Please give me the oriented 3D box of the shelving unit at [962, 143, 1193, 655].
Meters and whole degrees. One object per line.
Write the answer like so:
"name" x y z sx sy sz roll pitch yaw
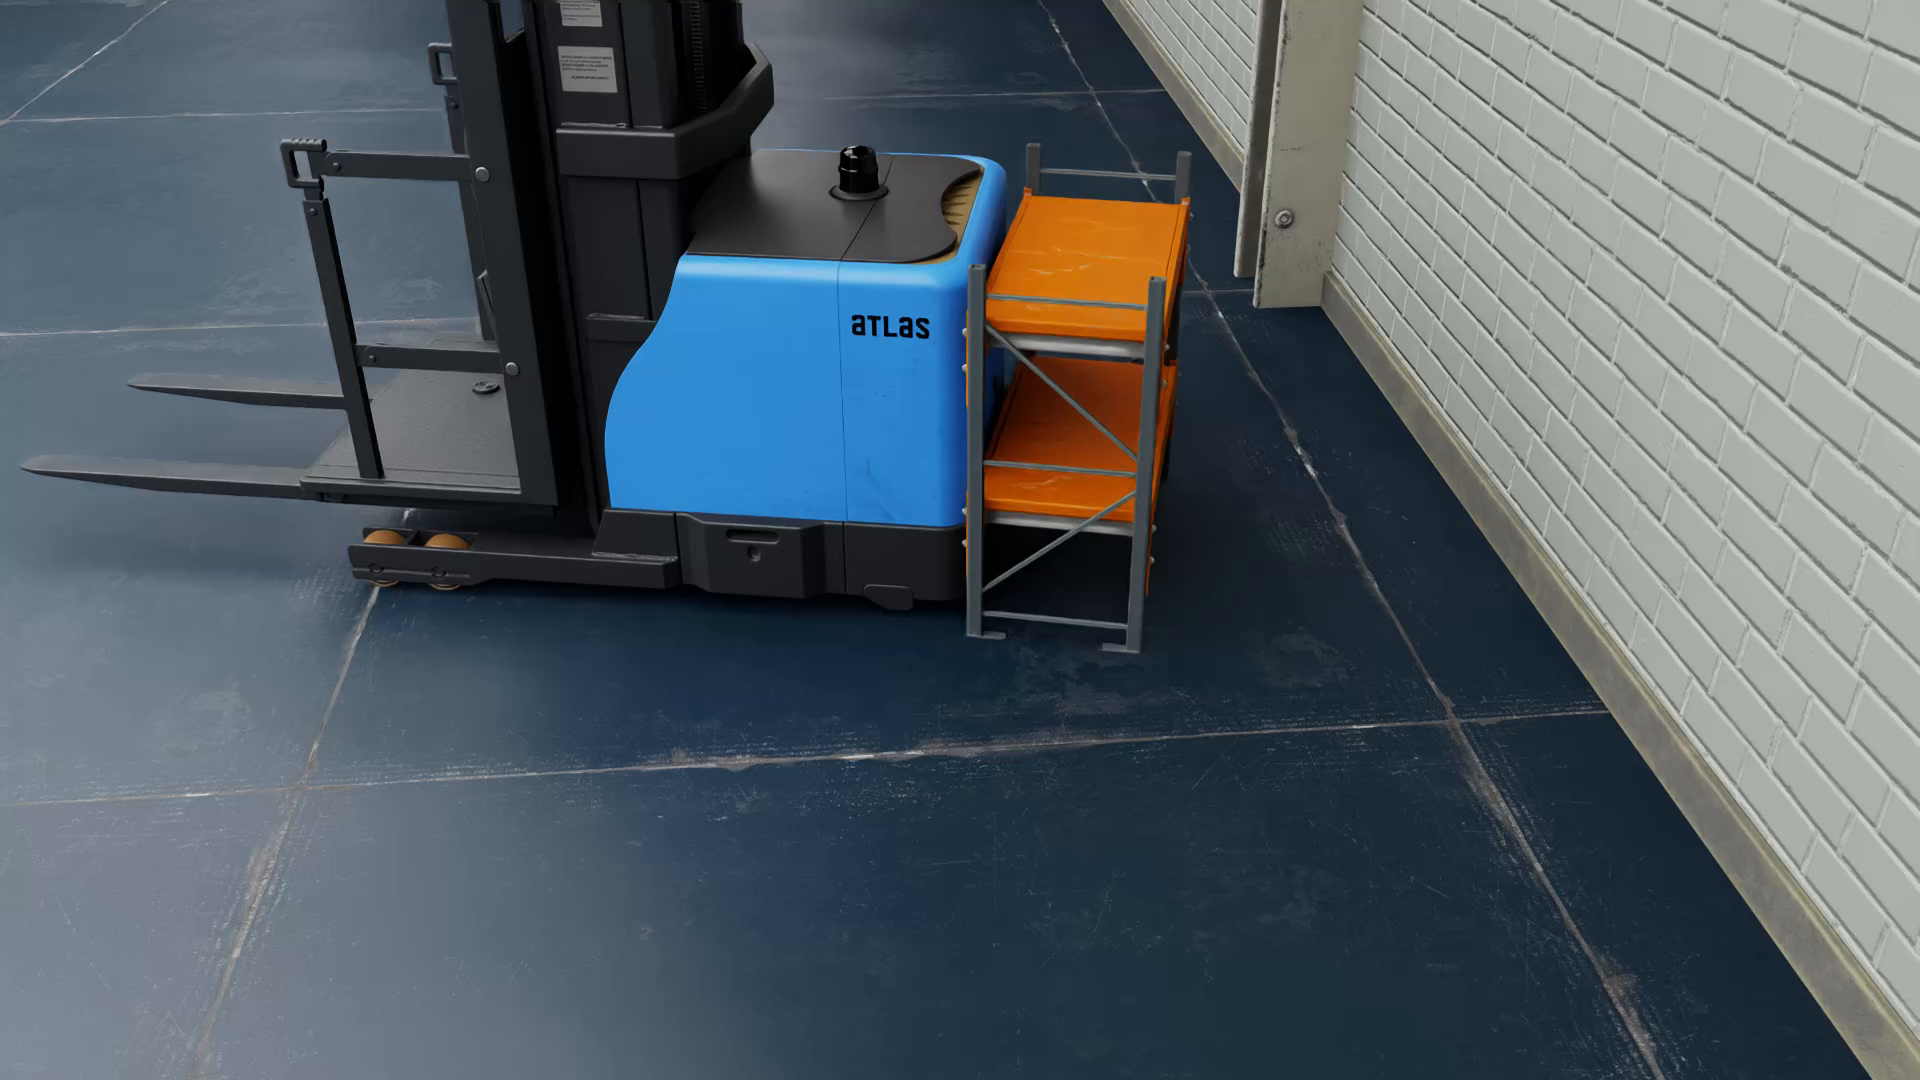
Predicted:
"shelving unit" 0.360 -0.446 4.899 0.538 1.125 1.048 5 31 9

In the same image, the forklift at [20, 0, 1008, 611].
"forklift" -1.397 -1.372 4.689 3.031 2.935 1.130 3 31 6

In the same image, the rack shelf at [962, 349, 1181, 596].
"rack shelf" 0.360 -0.236 5.025 0.538 0.278 1.000 5 31 9

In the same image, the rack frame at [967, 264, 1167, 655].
"rack frame" 0.268 -0.189 4.470 0.500 1.125 0.032 5 31 9

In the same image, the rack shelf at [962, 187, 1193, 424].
"rack shelf" 0.360 -0.697 4.749 0.538 0.278 1.000 5 31 9

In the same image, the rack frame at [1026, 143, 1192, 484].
"rack frame" 0.451 -0.702 5.329 0.500 1.125 0.032 5 31 9

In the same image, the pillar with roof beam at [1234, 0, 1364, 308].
"pillar with roof beam" -2.933 -4.720 4.377 9.100 9.000 0.400 -3 31 -5
